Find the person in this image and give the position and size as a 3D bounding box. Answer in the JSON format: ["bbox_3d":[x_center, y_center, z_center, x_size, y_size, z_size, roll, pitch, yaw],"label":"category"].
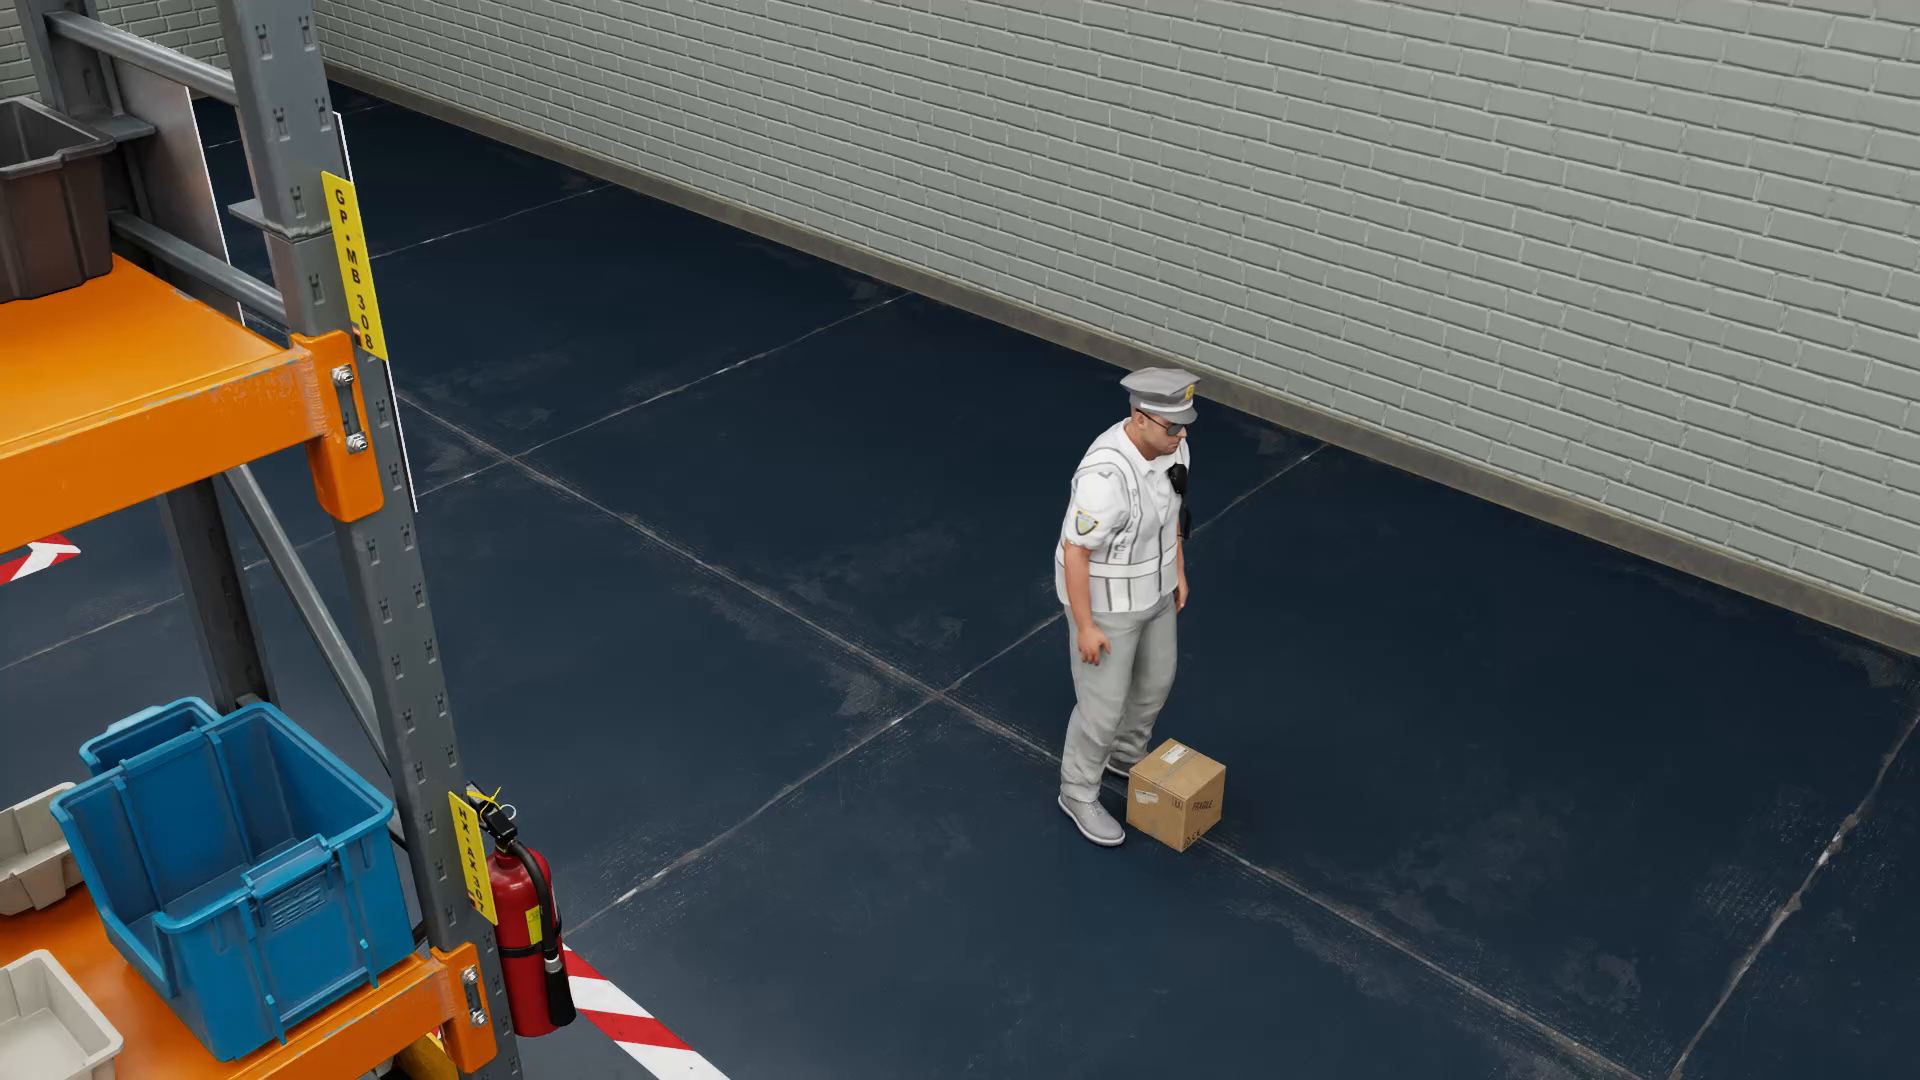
[{"bbox_3d":[0.573,0.193,5.806,0.439,1.748,0.586,25,39,35],"label":"person"}]
